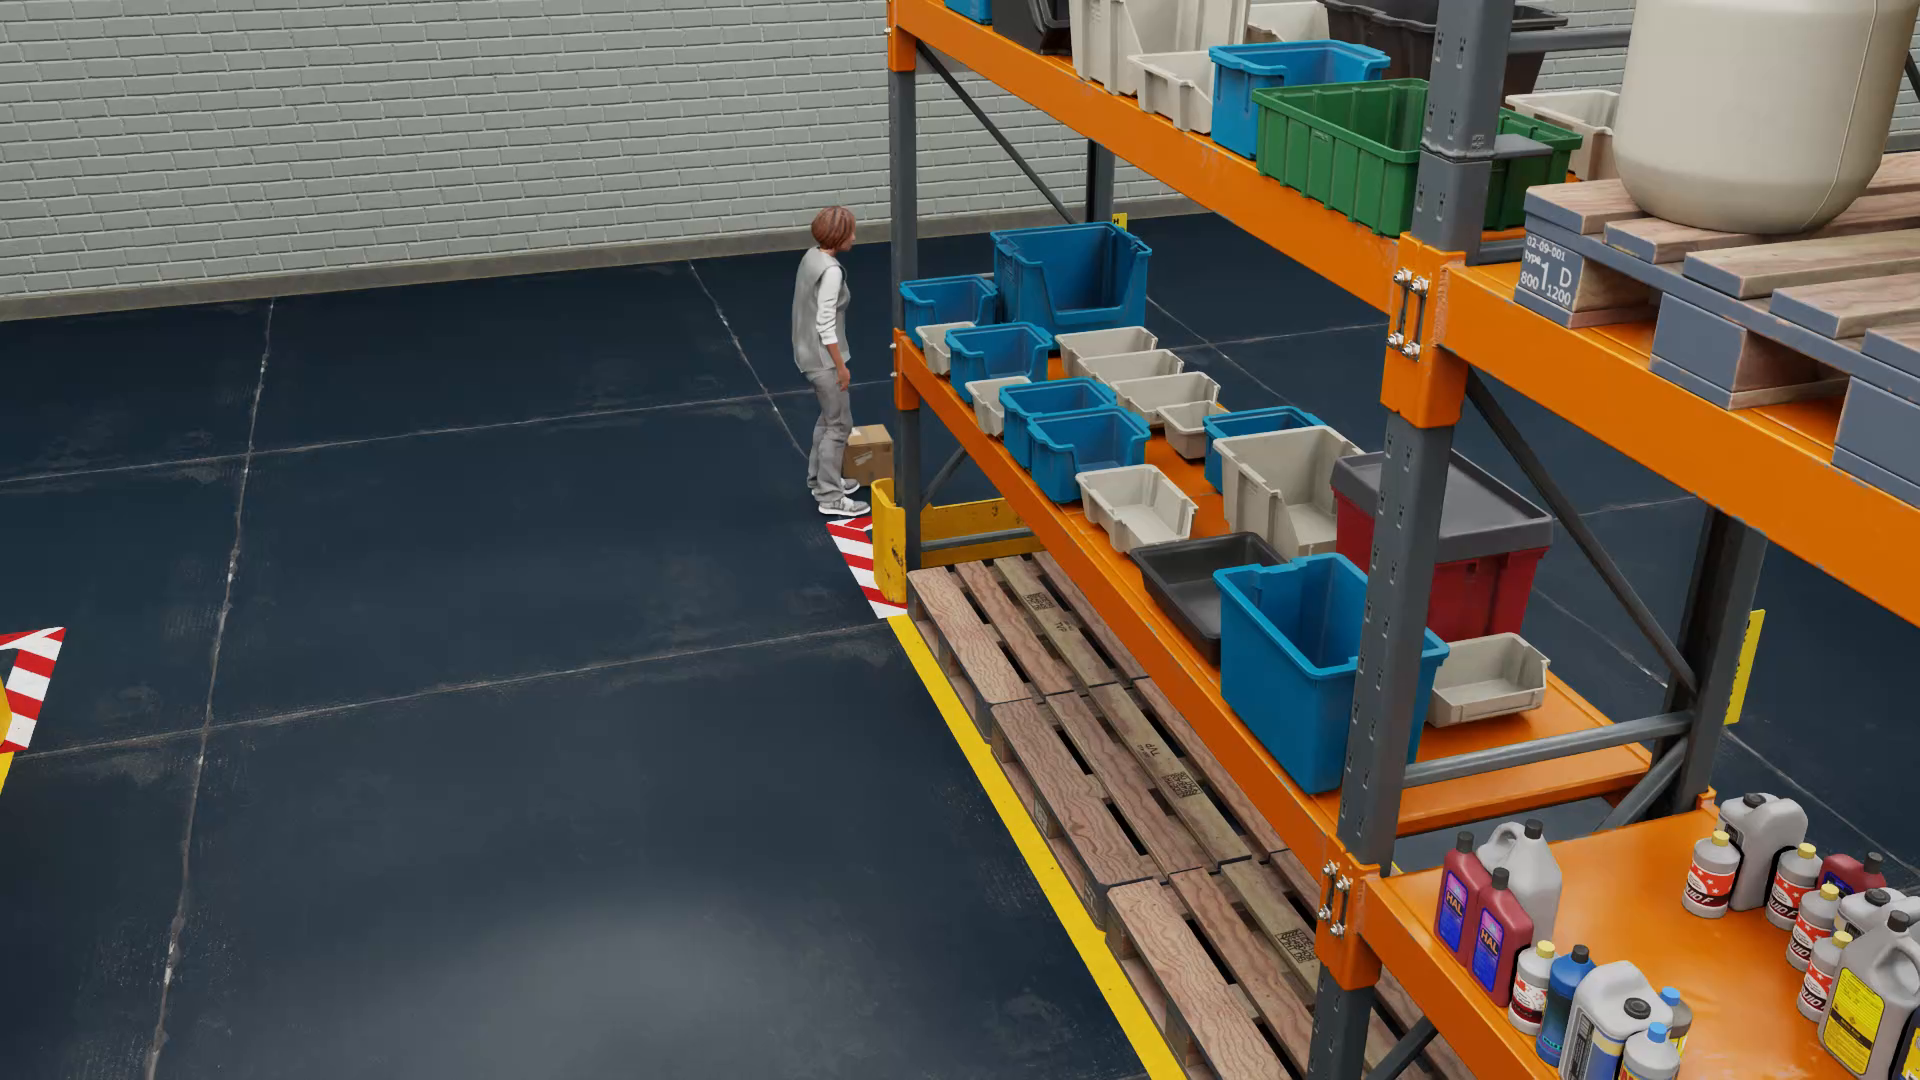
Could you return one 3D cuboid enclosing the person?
[{"bbox_3d":[-0.671,-0.922,8.547,0.324,1.593,0.463,-6,27,-12],"label":"person"}]
